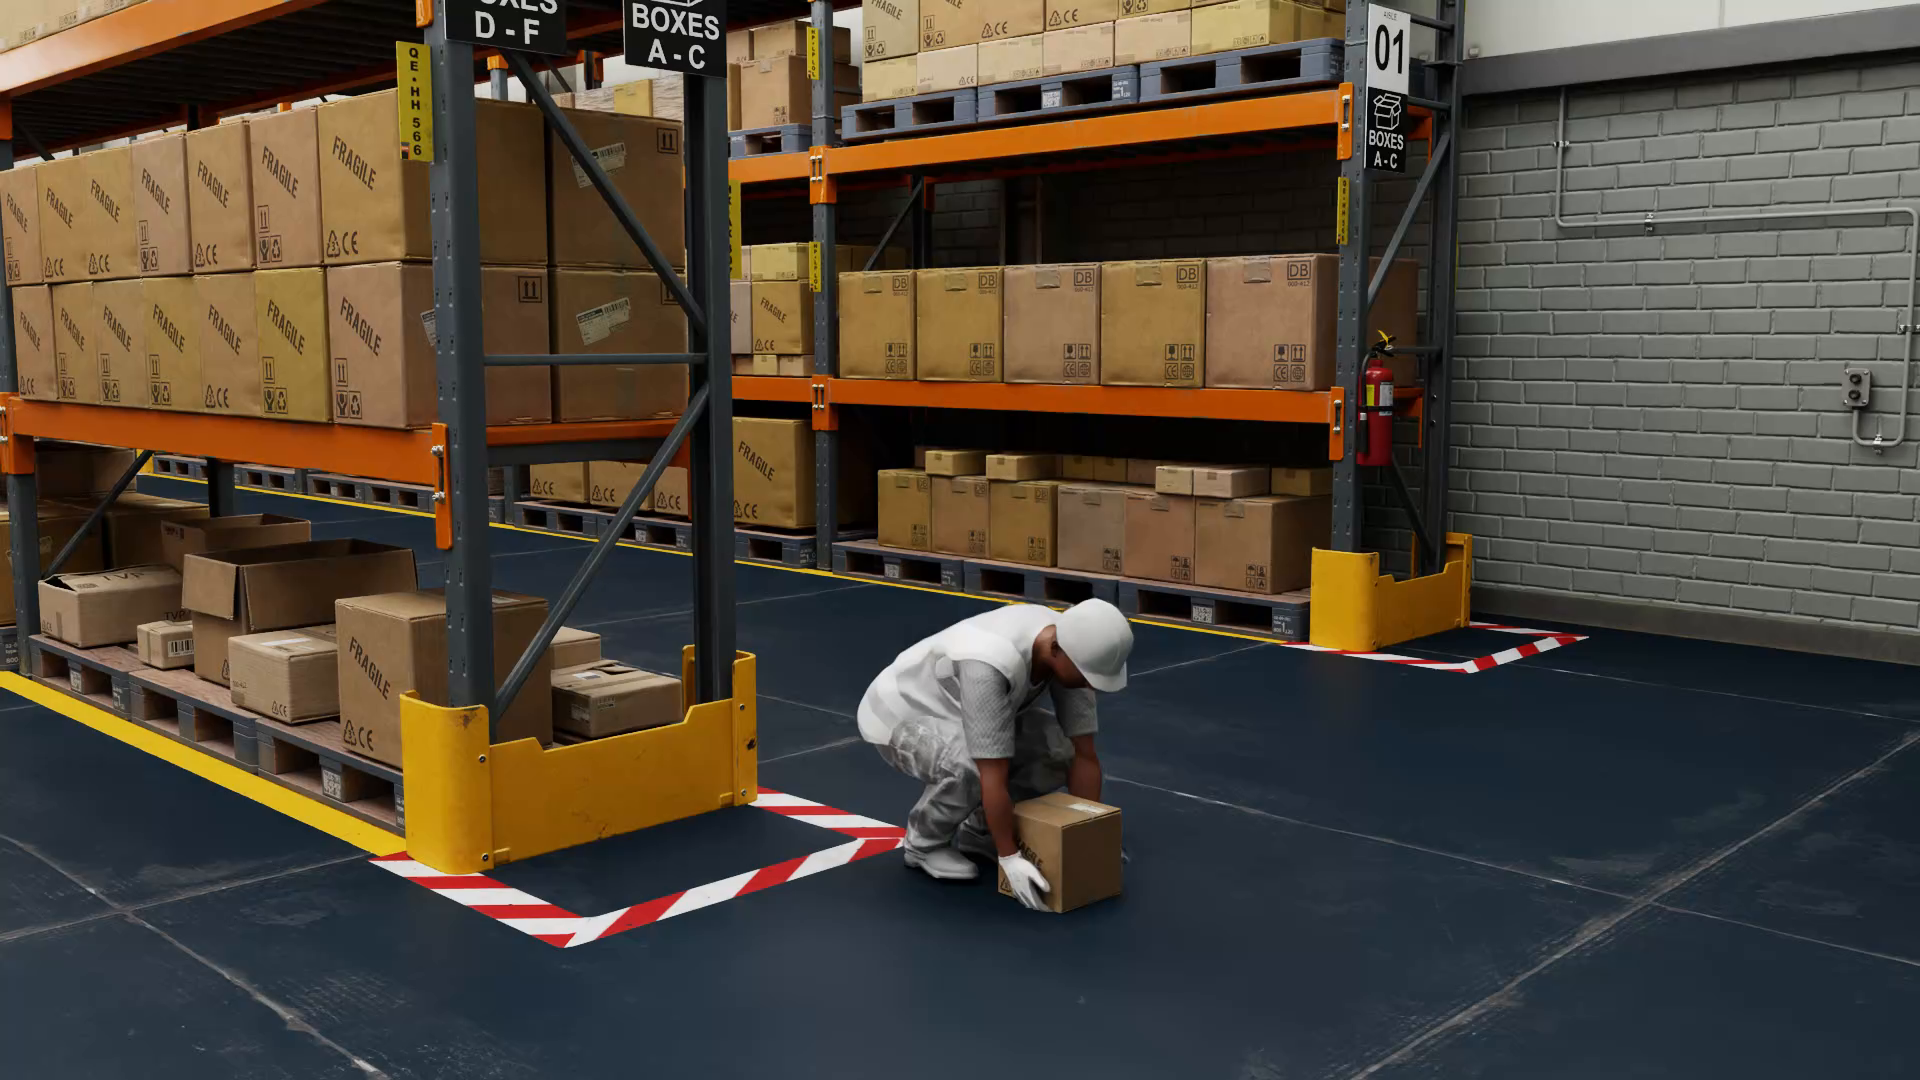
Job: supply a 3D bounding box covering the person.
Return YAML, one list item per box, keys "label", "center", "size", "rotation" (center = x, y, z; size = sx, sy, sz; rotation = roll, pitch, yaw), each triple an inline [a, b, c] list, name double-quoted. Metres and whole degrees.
- label: "person"
  center: [0.118, 0.581, 4.908]
  size: [0.573, 0.897, 0.906]
  rotation: [-6, 9, -41]
